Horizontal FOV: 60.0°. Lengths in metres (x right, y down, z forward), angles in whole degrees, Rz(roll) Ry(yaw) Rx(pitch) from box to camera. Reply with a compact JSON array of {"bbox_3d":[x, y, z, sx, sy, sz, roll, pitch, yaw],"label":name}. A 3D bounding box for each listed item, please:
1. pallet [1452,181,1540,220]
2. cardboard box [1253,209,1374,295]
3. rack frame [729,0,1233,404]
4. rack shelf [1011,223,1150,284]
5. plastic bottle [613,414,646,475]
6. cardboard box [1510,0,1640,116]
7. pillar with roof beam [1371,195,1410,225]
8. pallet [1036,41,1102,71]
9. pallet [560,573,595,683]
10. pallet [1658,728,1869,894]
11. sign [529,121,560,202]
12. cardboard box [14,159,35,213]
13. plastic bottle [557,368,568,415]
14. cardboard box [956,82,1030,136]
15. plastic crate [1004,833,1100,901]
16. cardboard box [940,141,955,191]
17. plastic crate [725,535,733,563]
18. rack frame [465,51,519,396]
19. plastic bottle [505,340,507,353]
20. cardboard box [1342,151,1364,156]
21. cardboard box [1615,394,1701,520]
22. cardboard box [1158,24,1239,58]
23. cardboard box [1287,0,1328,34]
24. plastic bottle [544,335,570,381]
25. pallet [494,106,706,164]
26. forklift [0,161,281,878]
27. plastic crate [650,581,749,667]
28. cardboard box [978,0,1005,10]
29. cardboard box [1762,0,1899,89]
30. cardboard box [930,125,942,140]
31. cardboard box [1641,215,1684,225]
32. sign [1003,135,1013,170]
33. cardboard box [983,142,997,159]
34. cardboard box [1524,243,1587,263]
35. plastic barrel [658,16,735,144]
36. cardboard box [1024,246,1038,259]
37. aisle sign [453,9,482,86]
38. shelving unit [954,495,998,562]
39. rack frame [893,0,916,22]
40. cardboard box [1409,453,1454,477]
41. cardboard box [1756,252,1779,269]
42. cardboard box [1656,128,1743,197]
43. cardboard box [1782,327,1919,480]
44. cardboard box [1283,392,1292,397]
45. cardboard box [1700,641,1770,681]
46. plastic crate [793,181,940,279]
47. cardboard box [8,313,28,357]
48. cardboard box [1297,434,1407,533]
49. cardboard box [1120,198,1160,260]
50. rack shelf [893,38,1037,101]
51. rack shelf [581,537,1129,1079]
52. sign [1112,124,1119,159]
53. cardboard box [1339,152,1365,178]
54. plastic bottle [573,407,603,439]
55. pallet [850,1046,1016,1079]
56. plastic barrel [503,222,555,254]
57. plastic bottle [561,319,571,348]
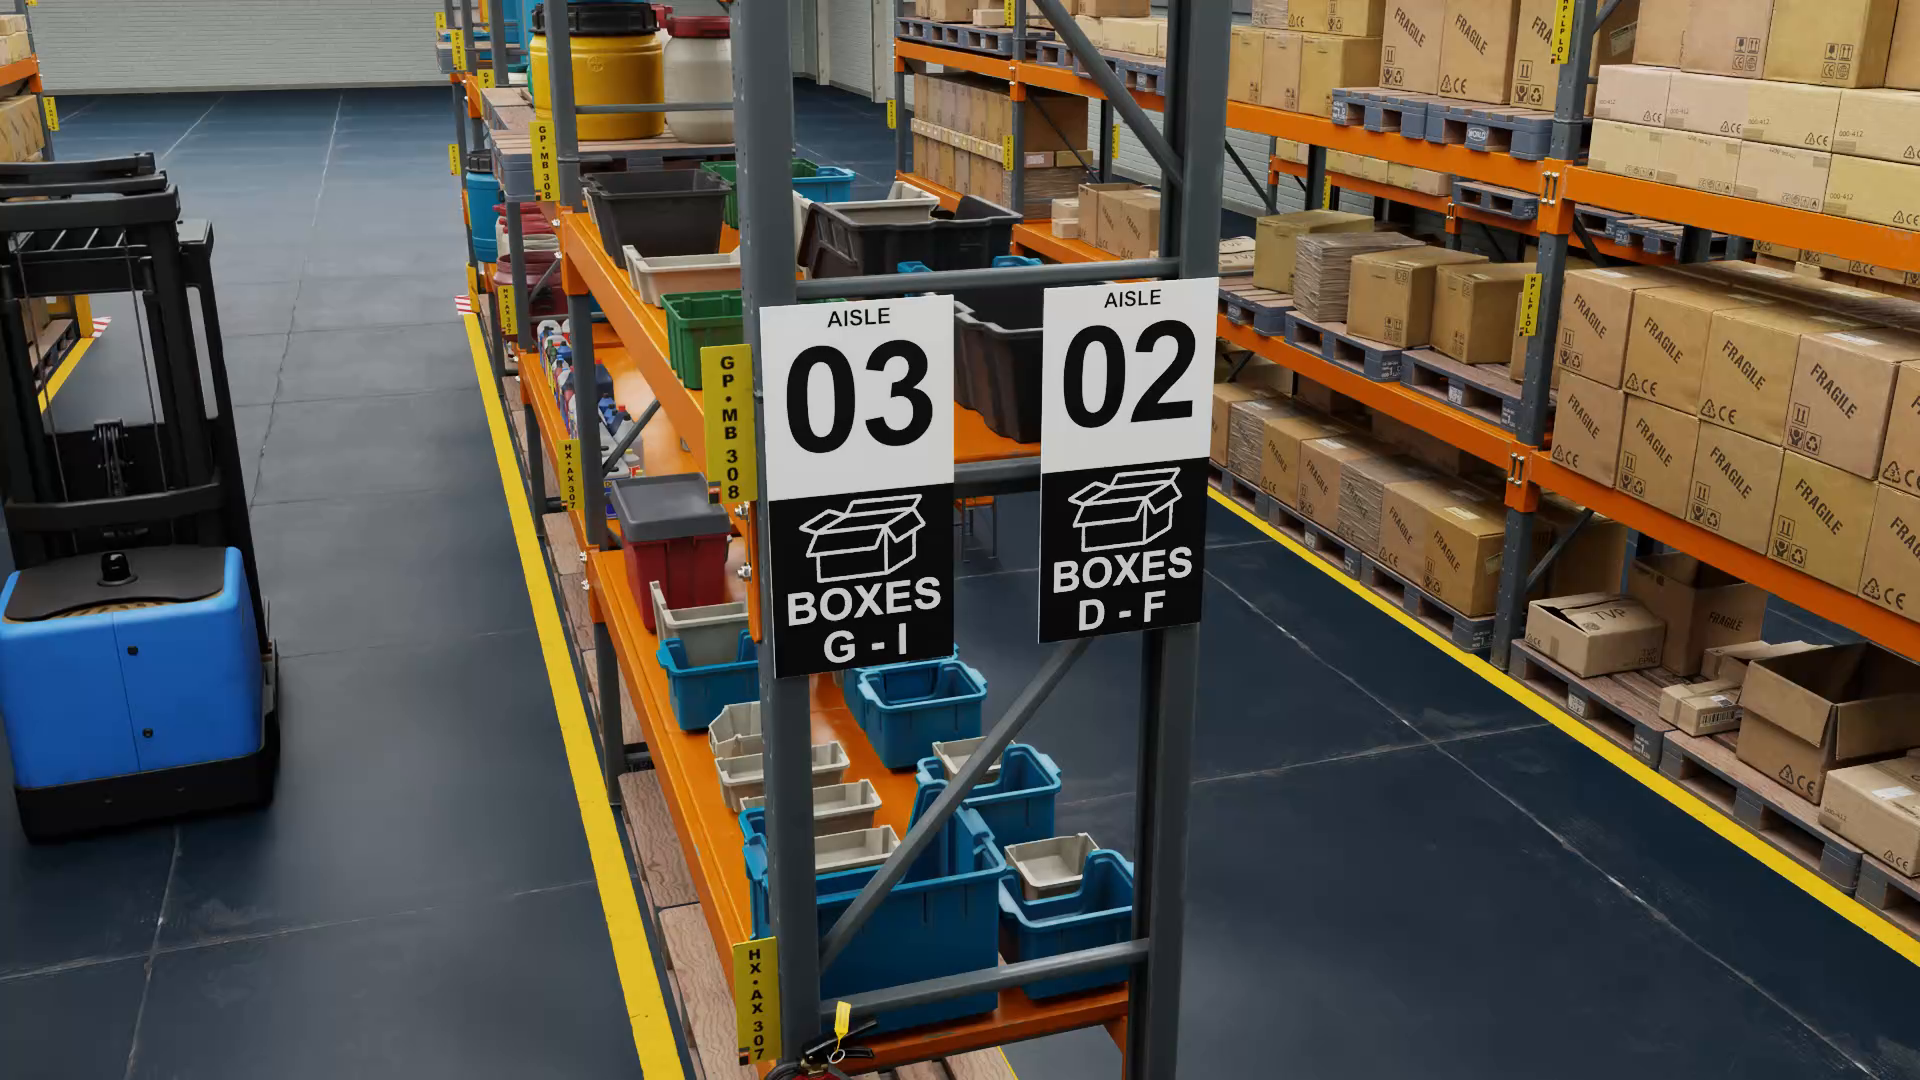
[{"bbox_3d":[5.790,-3.484,16.962,1.003,0.211,1.213,-6,21,-17],"label":"pallet"},{"bbox_3d":[2.549,-2.078,11.995,0.700,0.500,0.500,-15,24,-35],"label":"cardboard box"},{"bbox_3d":[0.055,-1.755,2.989,1.000,3.000,0.127,-6,21,-17],"label":"rack frame"},{"bbox_3d":[1.615,-2.327,14.521,1.077,0.370,4.000,-6,21,-17],"label":"rack shelf"},{"bbox_3d":[-1.665,-0.467,8.352,0.144,0.351,0.185,-6,21,-17],"label":"plastic bottle"},{"bbox_3d":[3.413,-2.613,8.899,0.600,0.600,0.600,-8,21,-22],"label":"cardboard box"},{"bbox_3d":[1.385,-7.352,18.572,9.100,9.000,0.400,-6,21,-17],"label":"pillar with roof beam"},{"bbox_3d":[1.276,-4.347,14.928,0.805,0.209,1.217,-7,21,-19],"label":"pallet"},{"bbox_3d":[-1.792,0.453,9.842,1.003,0.211,1.213,-6,21,-17],"label":"pallet"},{"bbox_3d":[4.103,1.185,7.805,1.003,0.211,1.213,-6,21,-17],"label":"pallet"},{"bbox_3d":[-1.725,-1.573,6.907,0.100,0.325,0.005,-6,21,-17],"label":"sign"},{"bbox_3d":[-9.142,-3.234,15.396,0.875,0.500,0.500,-6,21,-17],"label":"cardboard box"},{"bbox_3d":[-2.257,-0.854,9.547,0.097,0.271,0.097,0,20,0],"label":"plastic bottle"},{"bbox_3d":[0.368,-4.590,17.690,0.700,0.500,0.500,-6,21,-17],"label":"cardboard box"},{"bbox_3d":[0.268,0.939,4.667,0.250,0.136,0.298,-6,21,-17],"label":"plastic crate"},{"bbox_3d":[0.184,-4.159,18.409,0.700,0.500,0.500,-6,21,-17],"label":"cardboard box"},{"bbox_3d":[-1.192,0.046,7.153,0.396,0.136,0.243,-6,21,-17],"label":"plastic crate"},{"bbox_3d":[-3.717,-2.782,14.725,1.000,3.000,0.127,-6,21,-17],"label":"rack frame"},{"bbox_3d":[-4.193,-1.918,15.588,0.144,0.351,0.185,-7,21,-19],"label":"plastic bottle"},{"bbox_3d":[4.772,-4.734,19.243,0.500,0.500,0.500,-6,21,-16],"label":"cardboard box"},{"bbox_3d":[3.567,-0.430,8.030,0.500,0.500,0.500,-6,21,-16],"label":"cardboard box"},{"bbox_3d":[1.866,-3.868,12.912,0.500,0.250,0.500,-6,21,-16],"label":"cardboard box"},{"bbox_3d":[2.535,-3.648,11.072,0.500,0.500,0.500,-6,21,-17],"label":"cardboard box"},{"bbox_3d":[-2.485,-1.118,10.276,0.152,0.276,0.135,-6,21,-17],"label":"plastic bottle"},{"bbox_3d":[-1.901,-2.142,8.786,1.003,0.211,1.213,-6,21,-17],"label":"pallet"},{"bbox_3d":[-4.136,-0.388,8.161,1.130,2.935,3.031,-7,21,-20],"label":"forklift"},{"bbox_3d":[-0.897,0.322,6.168,0.437,0.282,0.530,-6,21,-17],"label":"plastic crate"},{"bbox_3d":[0.589,-5.573,17.076,0.797,0.503,0.637,-4,20,-11],"label":"cardboard box"},{"bbox_3d":[3.876,-2.182,6.989,0.700,0.500,0.500,-6,21,-17],"label":"cardboard box"},{"bbox_3d":[-0.112,-4.548,18.535,0.380,0.149,0.250,-7,21,-18],"label":"cardboard box"},{"bbox_3d":[6.587,-3.131,14.898,0.700,0.500,0.500,-8,21,-22],"label":"cardboard box"},{"bbox_3d":[0.460,-3.692,15.861,0.100,0.325,0.005,-6,21,-17],"label":"sign"},{"bbox_3d":[0.454,-3.971,16.929,0.380,0.149,0.250,-6,21,-17],"label":"cardboard box"},{"bbox_3d":[6.077,-2.843,16.831,0.500,0.250,0.500,-7,21,-18],"label":"cardboard box"},{"bbox_3d":[-1.130,-2.084,7.520,0.433,0.535,0.433,0,20,0],"label":"plastic barrel"},{"bbox_3d":[0.487,-2.851,17.253,0.500,0.500,0.500,-6,21,-17],"label":"cardboard box"},{"bbox_3d":[-5.275,-5.281,17.836,0.394,0.787,0.004,-6,21,-17],"label":"aisle sign"},{"bbox_3d":[0.052,-0.512,11.066,0.258,1.200,0.503,-6,21,-17],"label":"shelving unit"},{"bbox_3d":[-0.271,-7.414,18.746,1.000,3.000,0.127,-6,21,-17],"label":"rack frame"},{"bbox_3d":[3.252,-0.283,10.813,0.500,0.500,0.500,-6,21,-17],"label":"cardboard box"},{"bbox_3d":[6.829,-2.312,13.758,0.380,0.149,0.250,-7,21,-18],"label":"cardboard box"},{"bbox_3d":[3.572,-1.738,7.602,0.500,0.250,0.500,-6,21,-17],"label":"cardboard box"},{"bbox_3d":[3.869,-0.580,6.967,0.500,0.500,0.500,-6,21,-16],"label":"cardboard box"},{"bbox_3d":[2.358,-1.126,13.561,0.500,0.250,0.500,-6,21,-17],"label":"cardboard box"},{"bbox_3d":[4.124,0.661,8.704,0.380,0.149,0.250,-6,21,-17],"label":"cardboard box"},{"bbox_3d":[-0.349,-1.031,5.588,0.437,0.282,0.530,-6,21,-17],"label":"plastic crate"},{"bbox_3d":[-9.096,-1.967,15.533,0.500,0.500,0.500,-4,20,-12],"label":"cardboard box"},{"bbox_3d":[2.607,-0.382,11.089,0.500,0.500,0.500,-7,21,-19],"label":"cardboard box"},{"bbox_3d":[1.701,-2.607,14.090,0.500,0.500,0.500,-8,21,-20],"label":"cardboard box"},{"bbox_3d":[0.358,-5.022,17.588,1.077,0.370,4.000,-6,21,-17],"label":"rack shelf"},{"bbox_3d":[-0.574,0.766,5.912,1.077,0.370,4.000,-6,21,-17],"label":"rack shelf"},{"bbox_3d":[1.499,-3.876,16.173,0.100,0.325,0.005,-6,21,-17],"label":"sign"},{"bbox_3d":[4.771,-4.375,19.352,0.500,0.250,0.500,-6,21,-17],"label":"cardboard box"},{"bbox_3d":[-1.949,-0.571,8.752,0.152,0.276,0.135,-6,21,-17],"label":"plastic bottle"},{"bbox_3d":[-0.167,2.112,5.223,1.003,0.211,1.213,-6,21,-17],"label":"pallet"},{"bbox_3d":[-3.258,-2.141,12.740,0.433,0.535,0.433,0,20,0],"label":"plastic barrel"},{"bbox_3d":[-2.486,-1.283,10.735,0.152,0.276,0.135,-6,21,-17],"label":"plastic bottle"}]
